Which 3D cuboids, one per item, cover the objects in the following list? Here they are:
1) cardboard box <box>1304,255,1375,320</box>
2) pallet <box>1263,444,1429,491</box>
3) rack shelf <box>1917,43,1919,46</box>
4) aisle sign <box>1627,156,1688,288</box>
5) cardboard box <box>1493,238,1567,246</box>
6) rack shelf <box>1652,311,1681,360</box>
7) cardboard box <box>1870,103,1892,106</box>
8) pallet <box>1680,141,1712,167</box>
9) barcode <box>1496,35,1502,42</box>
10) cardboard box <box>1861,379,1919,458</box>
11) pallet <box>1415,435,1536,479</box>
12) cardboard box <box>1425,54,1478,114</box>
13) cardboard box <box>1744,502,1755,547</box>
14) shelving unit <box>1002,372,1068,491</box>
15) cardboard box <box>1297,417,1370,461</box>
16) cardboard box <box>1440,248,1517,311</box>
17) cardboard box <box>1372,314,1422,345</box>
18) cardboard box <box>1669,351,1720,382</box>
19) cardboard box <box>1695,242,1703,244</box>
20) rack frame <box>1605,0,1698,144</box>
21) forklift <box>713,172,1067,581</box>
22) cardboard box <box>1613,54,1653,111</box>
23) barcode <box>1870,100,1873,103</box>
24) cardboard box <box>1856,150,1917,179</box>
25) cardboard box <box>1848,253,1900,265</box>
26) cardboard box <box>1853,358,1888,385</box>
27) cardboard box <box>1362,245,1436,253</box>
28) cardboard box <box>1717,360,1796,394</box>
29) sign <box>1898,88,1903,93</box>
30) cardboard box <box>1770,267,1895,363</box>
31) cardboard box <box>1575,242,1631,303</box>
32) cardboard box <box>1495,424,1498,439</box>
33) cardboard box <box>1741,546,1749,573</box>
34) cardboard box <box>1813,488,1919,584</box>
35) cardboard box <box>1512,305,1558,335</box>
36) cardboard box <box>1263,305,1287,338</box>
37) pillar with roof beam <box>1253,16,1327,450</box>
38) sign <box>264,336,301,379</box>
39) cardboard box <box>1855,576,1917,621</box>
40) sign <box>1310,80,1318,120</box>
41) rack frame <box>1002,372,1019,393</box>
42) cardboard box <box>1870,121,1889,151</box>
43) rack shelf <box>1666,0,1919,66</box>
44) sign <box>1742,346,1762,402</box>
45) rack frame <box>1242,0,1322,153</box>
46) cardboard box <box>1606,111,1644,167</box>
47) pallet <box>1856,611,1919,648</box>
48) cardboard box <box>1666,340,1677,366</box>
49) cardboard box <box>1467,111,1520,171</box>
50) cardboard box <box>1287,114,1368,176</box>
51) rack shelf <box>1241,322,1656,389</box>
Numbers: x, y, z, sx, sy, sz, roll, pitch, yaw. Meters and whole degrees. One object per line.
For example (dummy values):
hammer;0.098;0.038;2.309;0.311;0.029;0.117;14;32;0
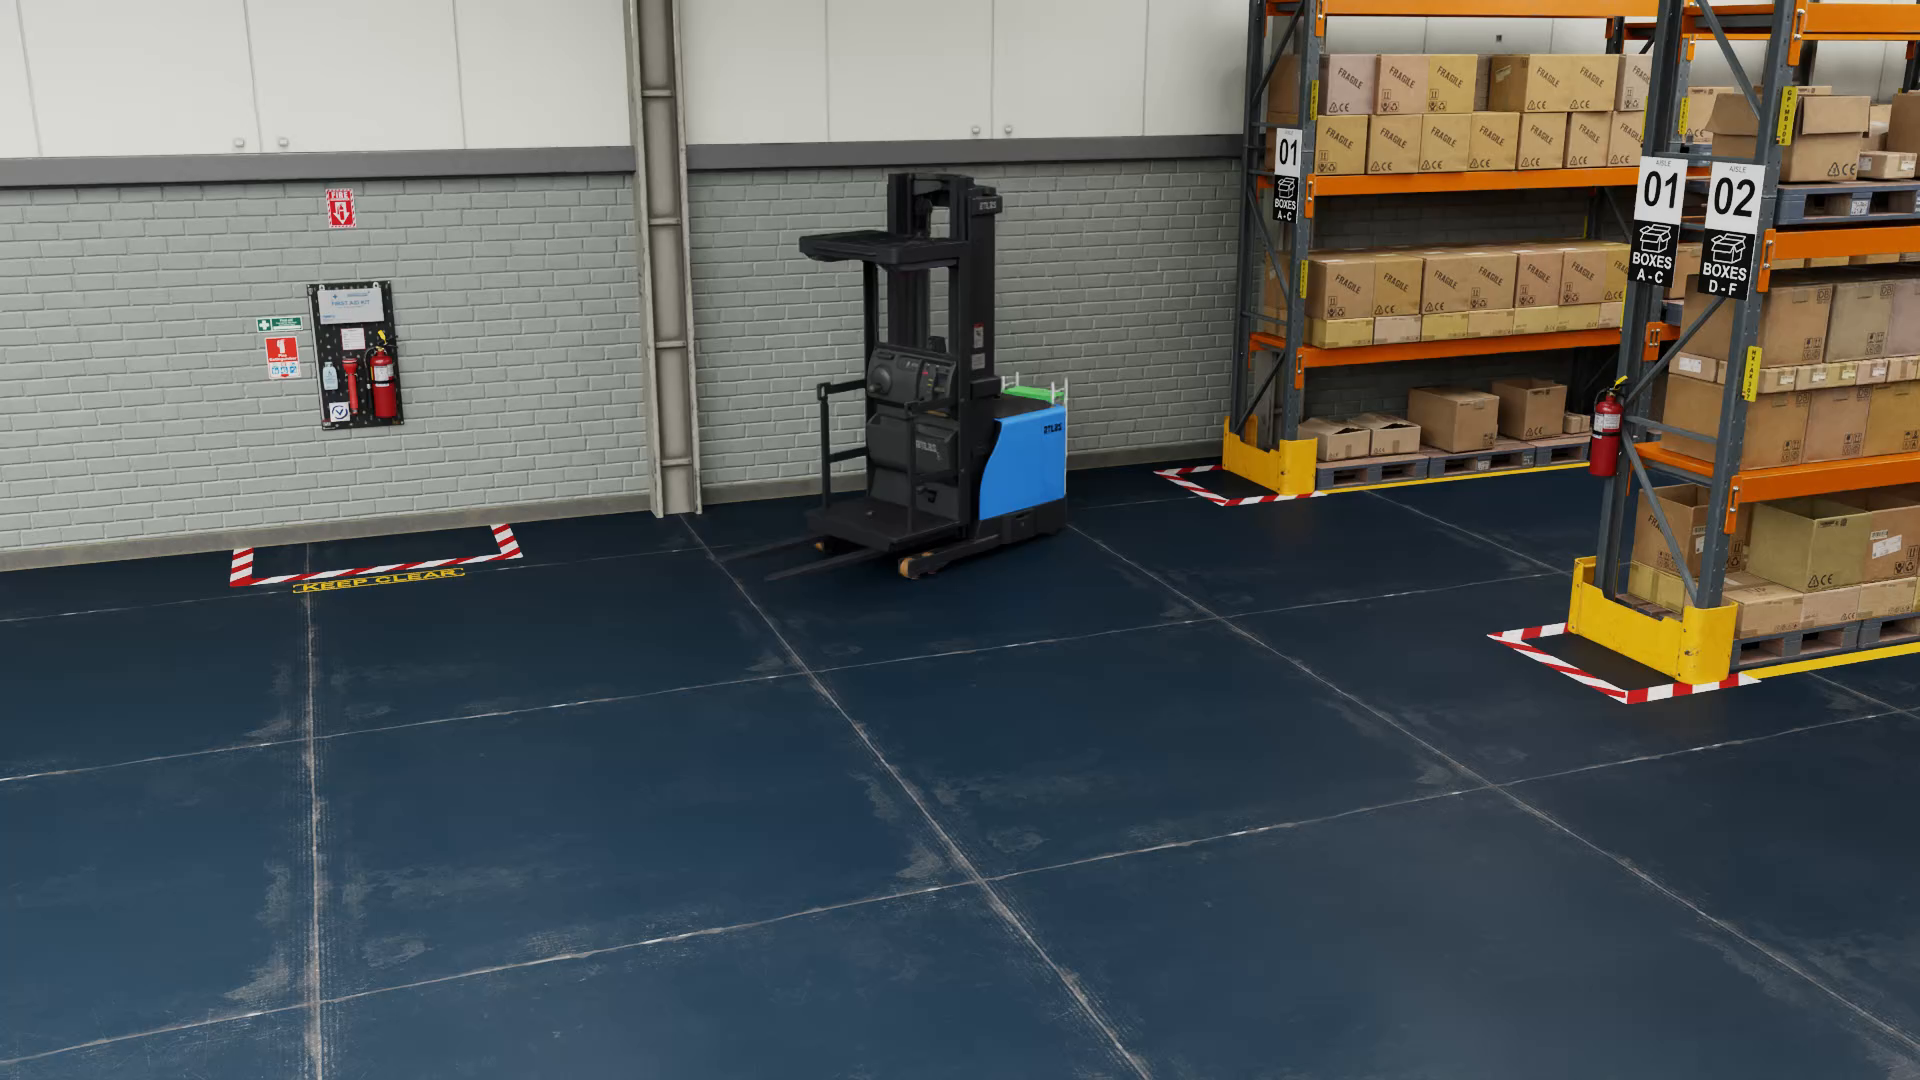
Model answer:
cardboard box;3.347;-2.263;14.879;0.500;0.500;0.500;-6;17;-20
pallet;3.636;-0.738;15.738;1.213;0.211;1.003;-6;17;-20
rack shelf;12.132;-5.346;17.818;4.000;0.370;1.077;-6;17;-20
aisle sign;4.403;-2.011;10.509;0.004;0.787;0.394;-6;17;-20
cardboard box;5.531;-2.653;16.209;0.500;0.500;0.500;-6;17;-20
rack shelf;8.396;-2.256;17.233;4.000;0.370;1.077;-6;17;-20
cardboard box;9.509;-4.287;17.338;0.500;0.500;0.500;-6;17;-20
pallet;7.143;-3.783;16.166;1.003;0.211;1.213;-6;17;-20
barcode;5.077;-4.723;15.663;0.075;0.075;0.001;-6;17;-20
cardboard box;5.965;-0.888;11.120;0.500;0.500;0.700;-6;17;-20
pallet;4.773;-0.860;16.153;1.213;0.211;1.003;-6;17;-20
cardboard box;4.201;-4.039;14.719;0.500;0.500;0.500;-6;17;-19
cardboard box;5.892;-0.172;11.665;0.500;0.500;0.500;-6;17;-20
shelving unit;0.629;-0.797;14.184;0.503;1.200;0.258;11;20;33
cardboard box;3.472;-0.963;15.546;0.500;0.311;0.500;-8;18;-26
cardboard box;4.775;-2.415;15.400;0.500;0.500;0.500;-6;17;-18
cardboard box;3.843;-1.956;15.164;0.500;0.250;0.500;-7;18;-22
cardboard box;4.858;-1.141;10.831;0.250;0.149;0.380;-6;18;-21
cardboard box;7.541;-2.755;16.699;0.500;0.500;0.700;-4;17;-14
rack frame;6.529;-5.278;15.600;0.127;3.000;1.000;-6;17;-20
forklift;-0.522;-1.272;12.729;3.031;2.935;1.130;-16;22;-42
cardboard box;6.158;-4.254;15.450;0.500;0.500;0.500;-8;18;-25
barcode;9.687;-4.644;17.701;0.075;0.075;0.001;-6;17;-20
cardboard box;5.731;-2.353;10.415;0.250;0.149;0.380;-6;17;-20
cardboard box;9.316;-2.948;17.356;0.500;0.500;0.700;-8;18;-25
cardboard box;5.729;-1.112;10.733;0.250;0.149;0.380;-6;18;-21
cardboard box;4.113;-2.498;15.682;0.500;0.500;0.500;-7;18;-22
cardboard box;5.013;-1.035;10.471;0.250;0.149;0.380;-6;18;-20
sign;10.073;-4.675;17.812;0.005;0.325;0.100;-6;17;-20
cardboard box;5.549;-1.467;10.790;0.500;0.500;0.700;-7;18;-22
cardboard box;6.198;-2.568;15.919;0.500;0.500;0.500;-6;17;-20
cardboard box;5.028;-1.087;16.254;0.250;0.149;0.380;-8;18;-25
cardboard box;5.427;0.239;11.594;0.500;0.250;0.500;-6;17;-20
cardboard box;6.079;-0.035;11.199;0.500;0.500;0.500;-6;17;-20
cardboard box;5.263;-2.107;15.679;0.500;0.250;0.500;-6;17;-20
cardboard box;3.161;-2.032;15.424;0.500;0.250;0.500;-6;17;-19
pillar with roof beam;4.678;-4.040;11.385;0.400;9.000;9.100;-6;17;-20
sign;-5.339;-1.439;13.111;0.234;0.329;0.001;-6;17;-20
cardboard box;6.083;0.327;11.294;0.500;0.250;0.500;-6;17;-20
sign;2.988;-3.712;14.040;0.005;0.325;0.100;-6;17;-20
rack frame;0.428;-0.836;14.316;0.015;1.200;0.240;11;20;33
cardboard box;6.070;-2.600;10.968;0.500;0.311;0.500;-4;17;-14
rack shelf;6.437;-3.236;10.634;4.000;0.370;1.077;-6;17;-20
sign;4.763;-1.000;10.002;0.005;0.325;0.100;-6;17;-20
rack frame;2.794;-4.875;14.227;0.127;3.000;1.000;-6;17;-20
cardboard box;6.143;-3.780;15.610;0.500;0.500;0.500;-6;17;-19
pallet;6.406;0.435;11.743;1.213;0.211;1.003;-6;17;-20
cardboard box;7.620;-1.895;17.052;0.500;0.250;0.500;-7;18;-21
cardboard box;4.686;-3.619;15.060;0.500;0.500;0.500;-5;17;-17
cardboard box;3.195;-3.461;14.523;0.500;0.500;0.500;-6;17;-19
rack shelf;4.661;-1.853;15.860;4.000;0.370;1.077;-6;17;-20
